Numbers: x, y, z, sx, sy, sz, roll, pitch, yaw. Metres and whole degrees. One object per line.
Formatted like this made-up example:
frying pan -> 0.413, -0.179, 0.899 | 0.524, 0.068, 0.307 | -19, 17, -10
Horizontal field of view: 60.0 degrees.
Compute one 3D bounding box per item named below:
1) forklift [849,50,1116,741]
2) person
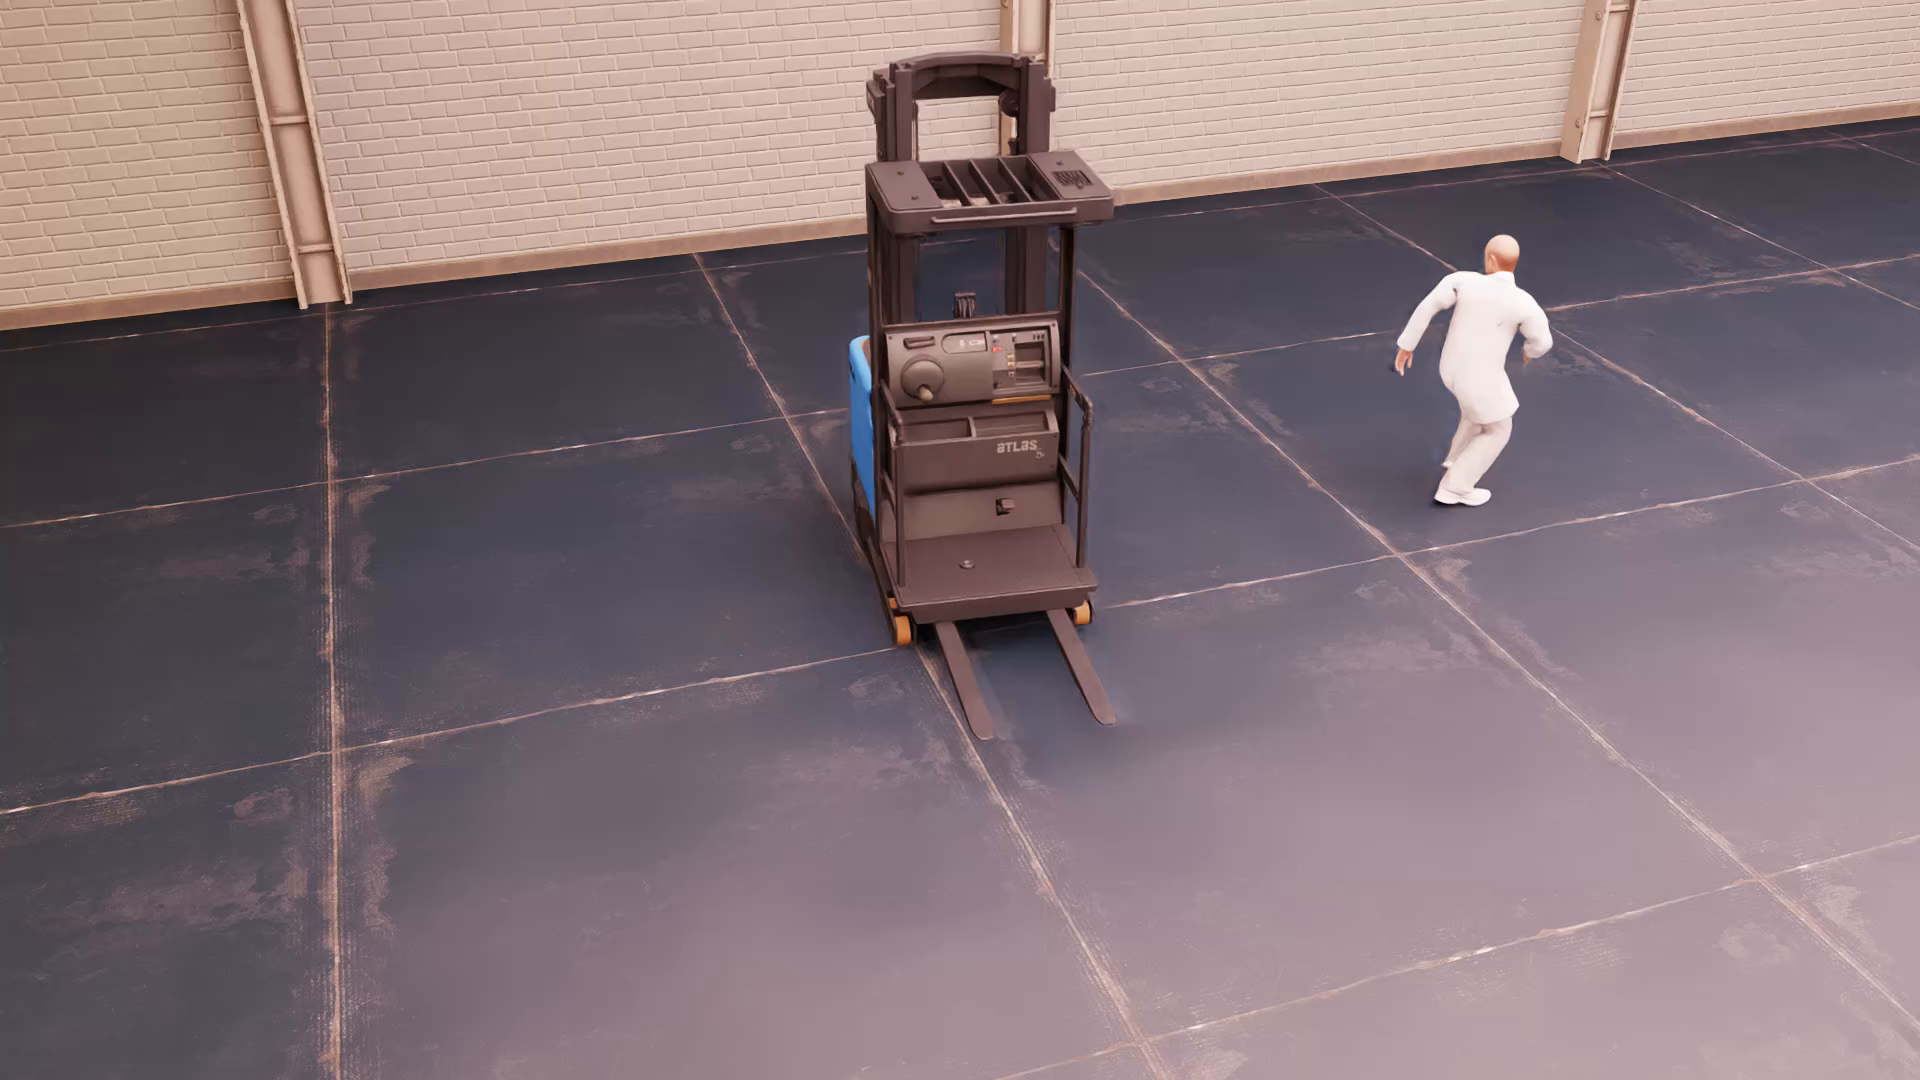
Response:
forklift -> 0.118, -0.898, 8.647 | 1.130, 2.935, 3.031 | -6, 30, -10
person -> 3.145, -1.007, 10.118 | 0.799, 1.763, 0.728 | -18, 34, -28
